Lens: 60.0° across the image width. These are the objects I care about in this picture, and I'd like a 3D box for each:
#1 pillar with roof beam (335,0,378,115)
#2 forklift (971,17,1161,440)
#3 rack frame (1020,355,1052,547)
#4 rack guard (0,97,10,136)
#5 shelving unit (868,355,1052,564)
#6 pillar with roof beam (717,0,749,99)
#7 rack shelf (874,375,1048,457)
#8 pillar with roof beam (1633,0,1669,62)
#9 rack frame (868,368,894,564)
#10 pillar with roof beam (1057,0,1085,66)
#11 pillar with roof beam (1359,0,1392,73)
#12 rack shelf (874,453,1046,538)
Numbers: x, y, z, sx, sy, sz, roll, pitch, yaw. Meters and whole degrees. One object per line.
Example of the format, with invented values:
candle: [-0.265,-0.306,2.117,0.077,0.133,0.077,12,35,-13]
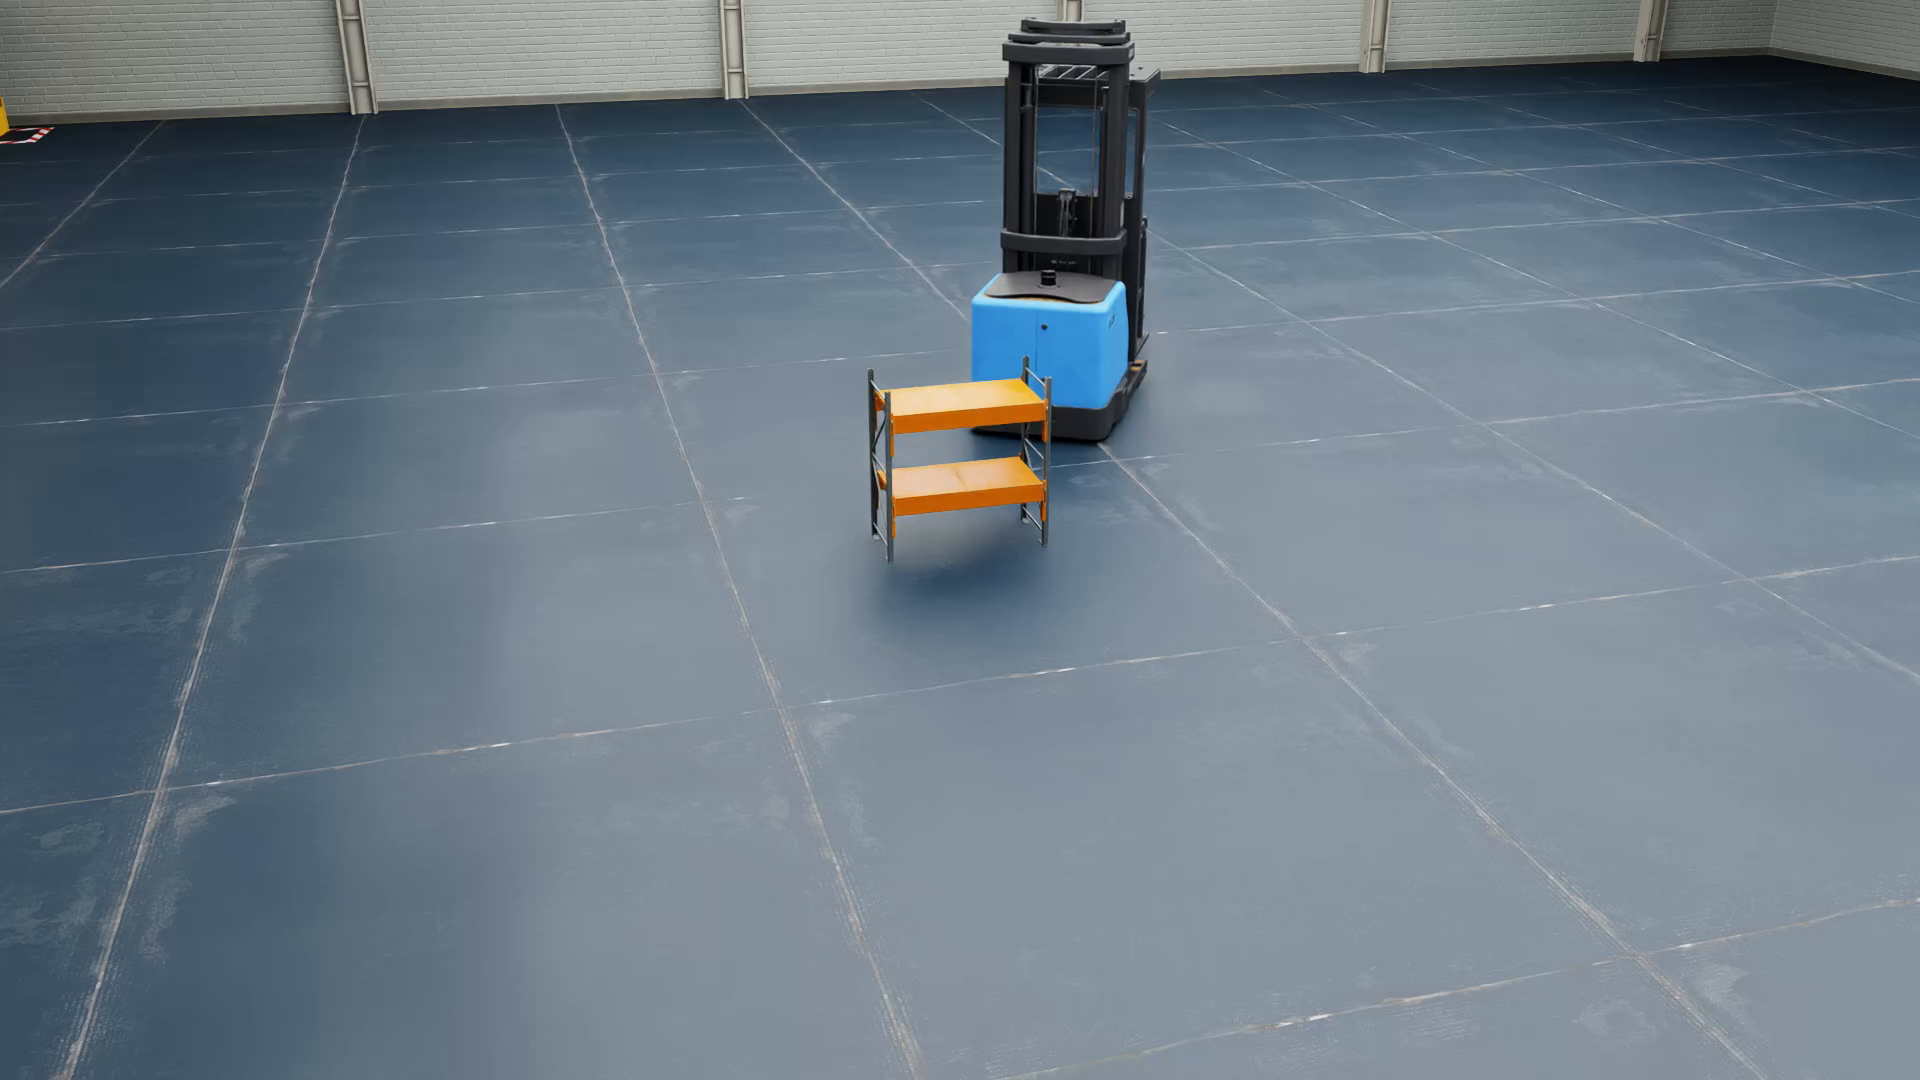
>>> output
pillar with roof beam: [-8.432,-9.394,21.232,0.400,9.000,9.100,-6,24,-14]
forklift: [0.940,-2.641,13.188,1.130,2.935,3.031,6,24,14]
rack frame: [0.483,-0.570,10.653,0.032,1.125,0.500,-6,24,-14]
rack guard: [-14.435,-6.219,24.609,0.348,0.500,1.175,-6,24,-14]
shelving unit: [-0.007,-0.516,10.527,1.048,1.125,0.538,-6,24,-14]
pillar with roof beam: [-2.655,-10.034,22.722,0.400,9.000,9.100,-6,24,-14]
rack shelf: [-0.007,-0.785,10.411,1.000,0.278,0.538,-6,24,-14]
pillar with roof beam: [14.676,-11.951,27.190,0.400,9.000,9.100,-6,24,-14]
rack frame: [-0.496,-0.462,10.400,0.032,1.125,0.500,-6,24,-14]
pillar with roof beam: [3.122,-10.673,24.211,0.400,9.000,9.100,-6,24,-14]
pillar with roof beam: [8.899,-11.312,25.700,0.400,9.000,9.100,-6,24,-14]
rack shelf: [-0.007,-0.292,10.623,1.000,0.278,0.538,-6,24,-14]
